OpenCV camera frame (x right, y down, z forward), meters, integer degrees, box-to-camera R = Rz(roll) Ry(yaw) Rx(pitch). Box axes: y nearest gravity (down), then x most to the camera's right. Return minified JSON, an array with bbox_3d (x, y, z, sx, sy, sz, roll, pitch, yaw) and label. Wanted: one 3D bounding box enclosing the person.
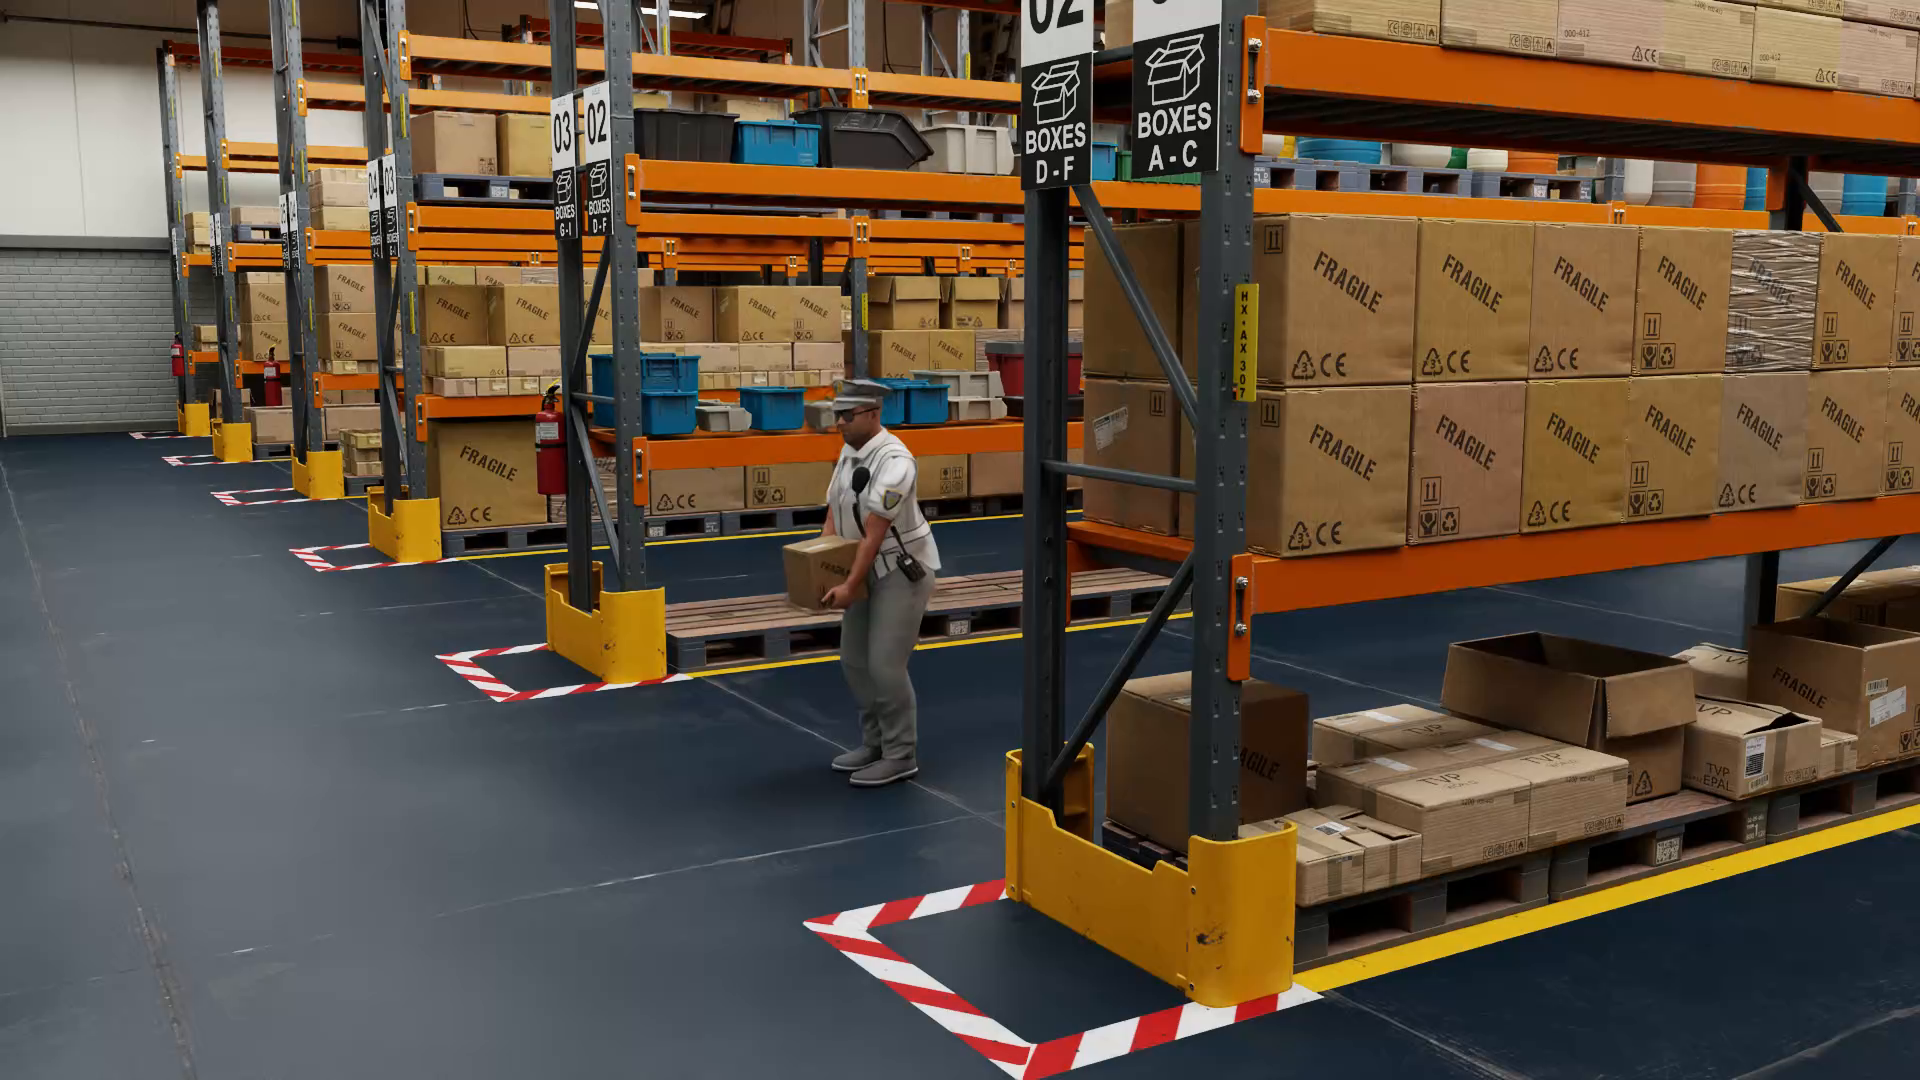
[{"bbox_3d":[-0.384,0.174,7.152,0.597,1.737,0.485,-5,10,-32],"label":"person"}]
